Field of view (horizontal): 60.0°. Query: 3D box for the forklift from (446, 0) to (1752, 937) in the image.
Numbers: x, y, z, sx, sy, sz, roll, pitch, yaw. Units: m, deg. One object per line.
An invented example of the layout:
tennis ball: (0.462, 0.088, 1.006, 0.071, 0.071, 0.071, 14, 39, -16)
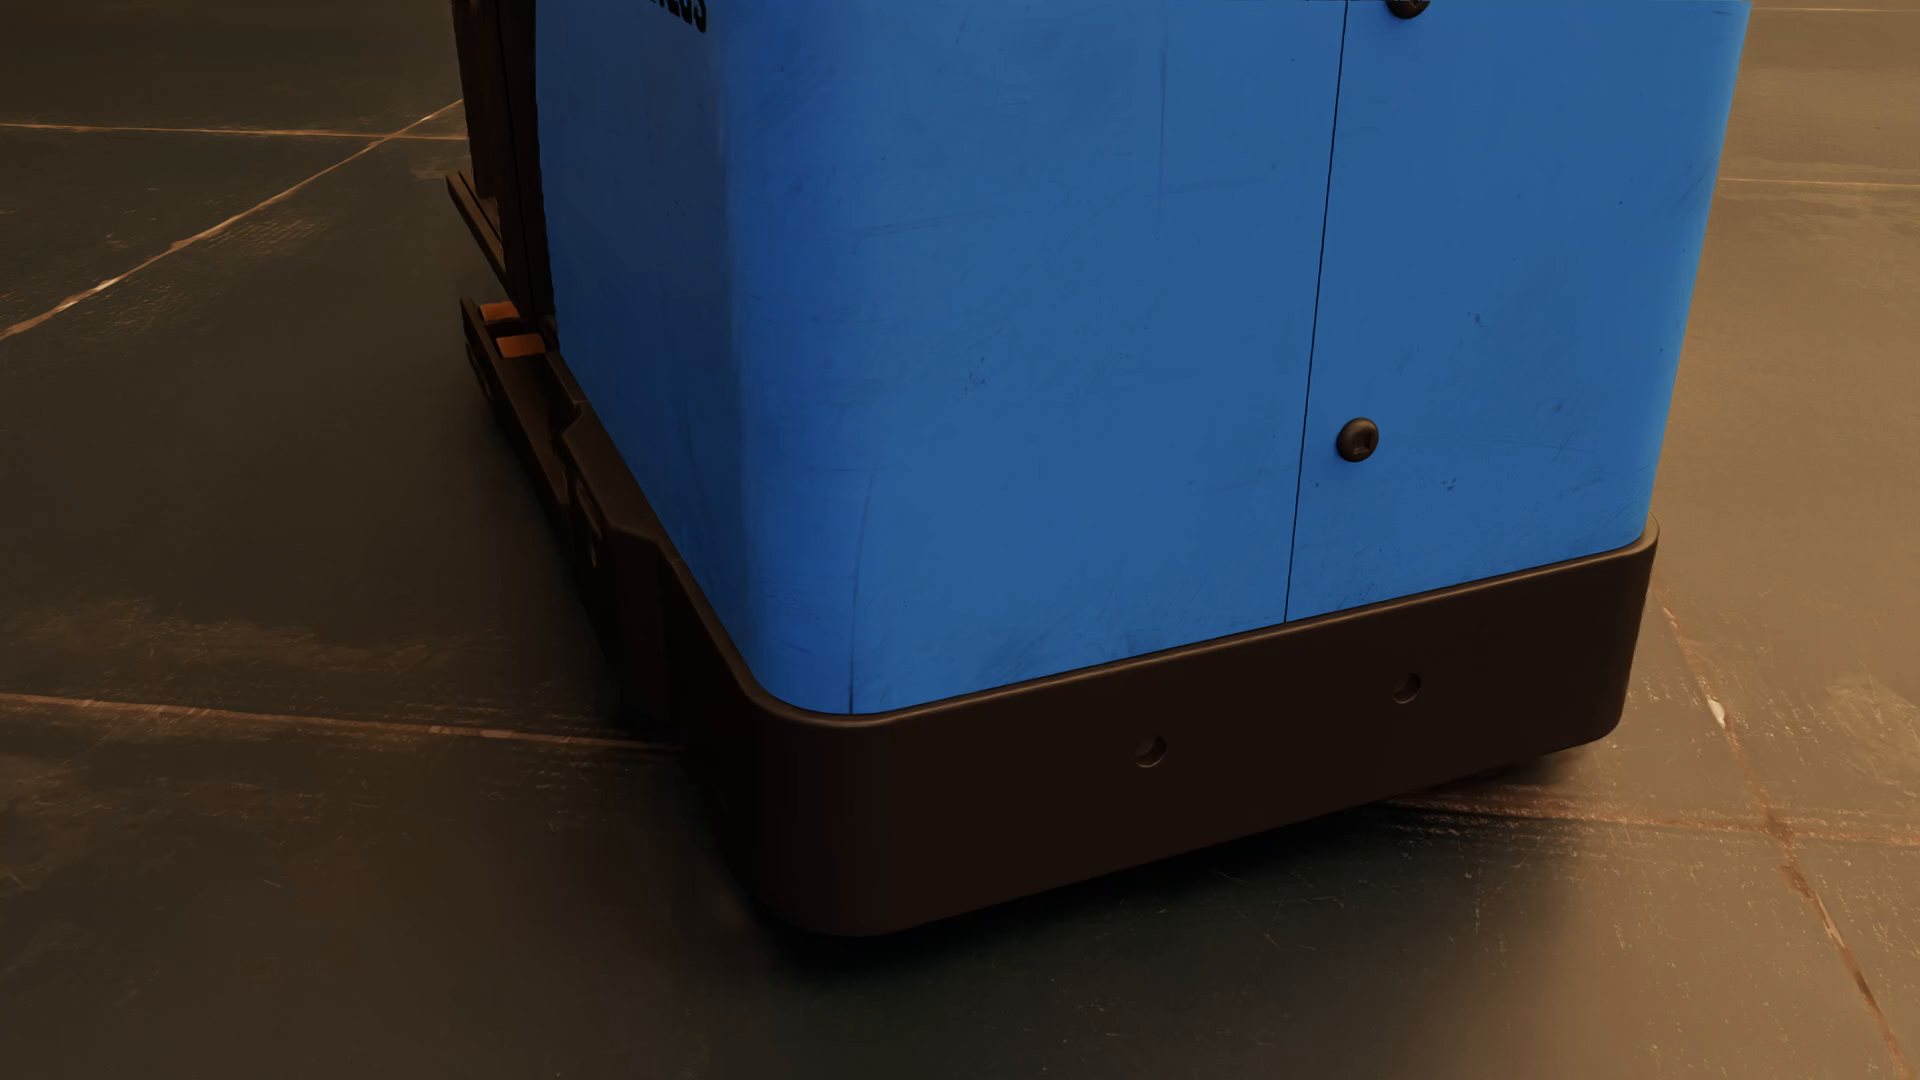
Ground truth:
forklift: (-0.263, -1.568, 2.360, 1.130, 2.935, 3.031, -11, 28, -20)
